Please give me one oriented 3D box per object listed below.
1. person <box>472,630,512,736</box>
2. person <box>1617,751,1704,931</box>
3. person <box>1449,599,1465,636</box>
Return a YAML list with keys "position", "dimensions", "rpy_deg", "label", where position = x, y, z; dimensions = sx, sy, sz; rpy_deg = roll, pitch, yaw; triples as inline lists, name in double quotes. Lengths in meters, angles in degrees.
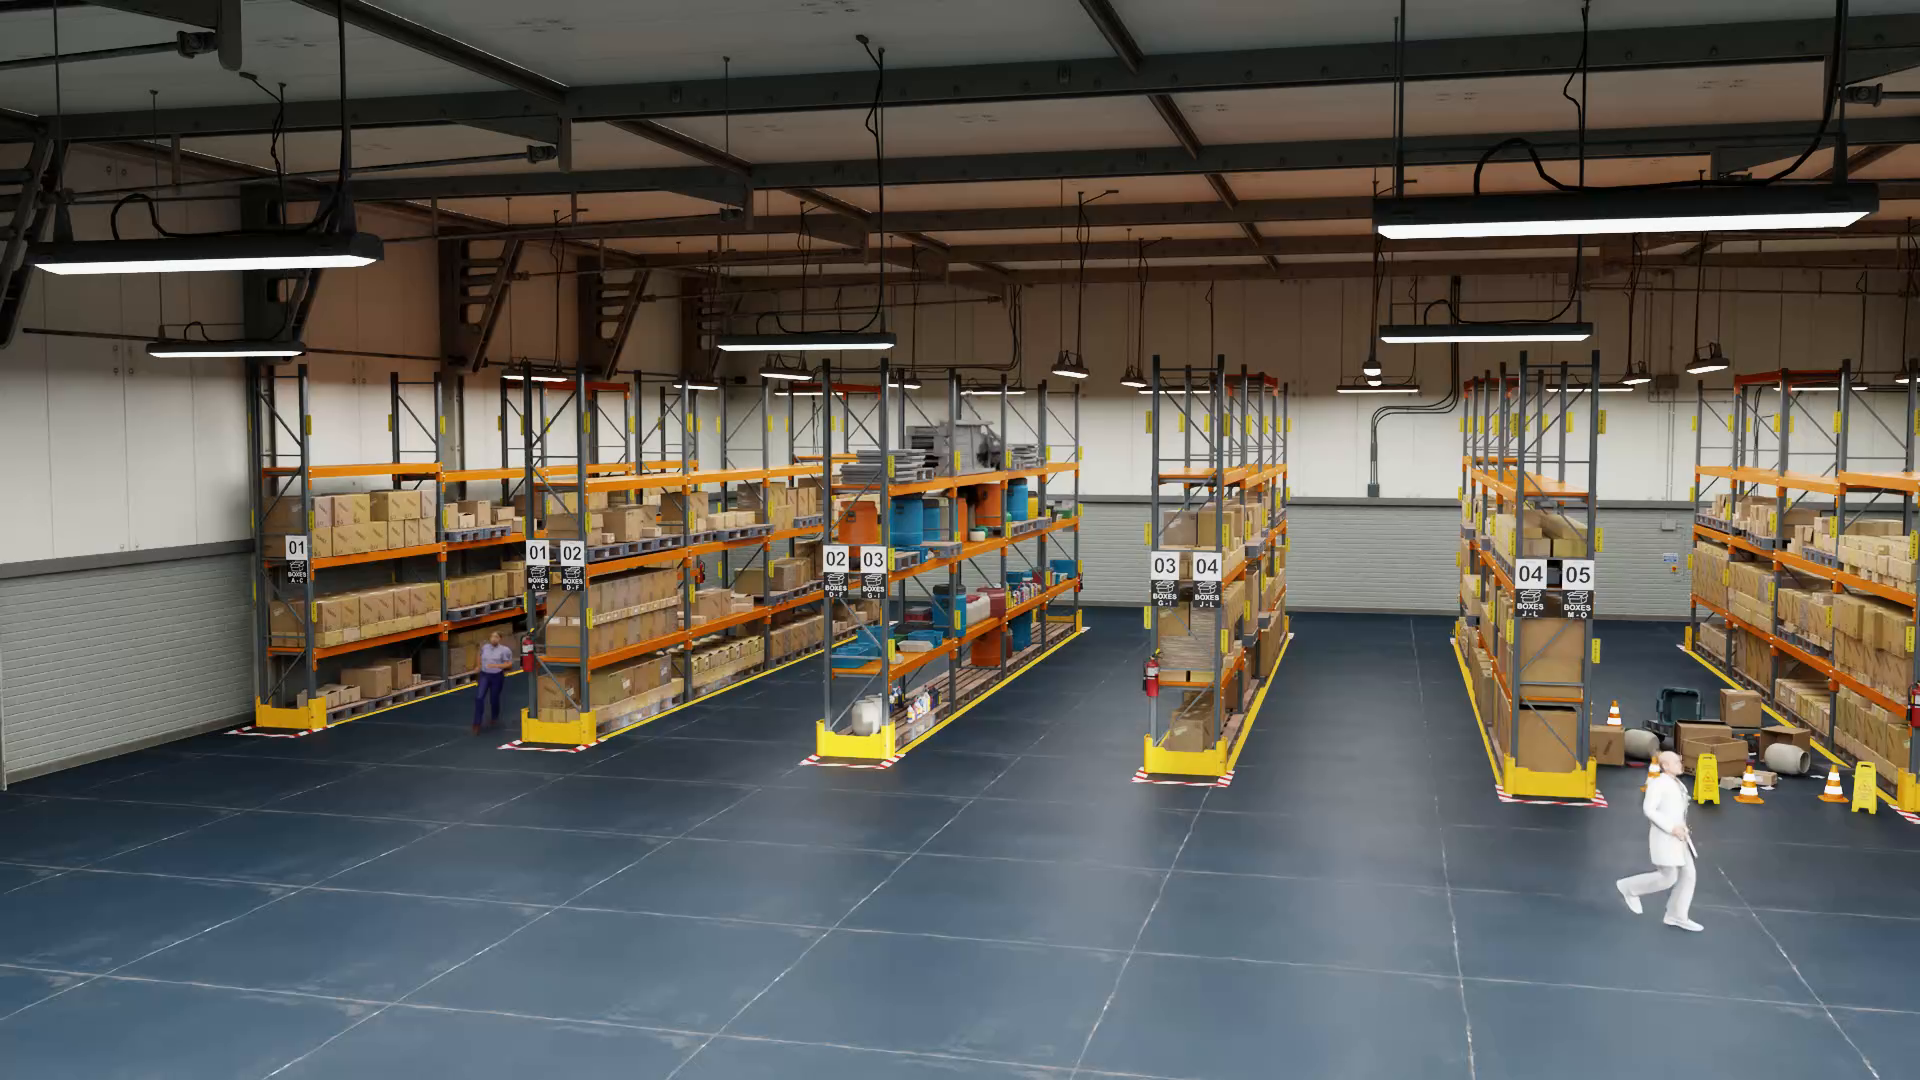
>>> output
- position: [-7.645, 2.305, 27.283]
  dimensions: [0.626, 1.664, 0.909]
  rpy_deg: [0, 4, -4]
  label: "person"
- position: [7.042, 2.986, 16.672]
  dimensions: [0.718, 1.760, 0.833]
  rpy_deg: [-4, 6, -45]
  label: "person"
- position: [11.991, 1.484, 39.396]
  dimensions: [0.739, 1.608, 0.888]
  rpy_deg: [1, 4, 17]
  label: "person"
